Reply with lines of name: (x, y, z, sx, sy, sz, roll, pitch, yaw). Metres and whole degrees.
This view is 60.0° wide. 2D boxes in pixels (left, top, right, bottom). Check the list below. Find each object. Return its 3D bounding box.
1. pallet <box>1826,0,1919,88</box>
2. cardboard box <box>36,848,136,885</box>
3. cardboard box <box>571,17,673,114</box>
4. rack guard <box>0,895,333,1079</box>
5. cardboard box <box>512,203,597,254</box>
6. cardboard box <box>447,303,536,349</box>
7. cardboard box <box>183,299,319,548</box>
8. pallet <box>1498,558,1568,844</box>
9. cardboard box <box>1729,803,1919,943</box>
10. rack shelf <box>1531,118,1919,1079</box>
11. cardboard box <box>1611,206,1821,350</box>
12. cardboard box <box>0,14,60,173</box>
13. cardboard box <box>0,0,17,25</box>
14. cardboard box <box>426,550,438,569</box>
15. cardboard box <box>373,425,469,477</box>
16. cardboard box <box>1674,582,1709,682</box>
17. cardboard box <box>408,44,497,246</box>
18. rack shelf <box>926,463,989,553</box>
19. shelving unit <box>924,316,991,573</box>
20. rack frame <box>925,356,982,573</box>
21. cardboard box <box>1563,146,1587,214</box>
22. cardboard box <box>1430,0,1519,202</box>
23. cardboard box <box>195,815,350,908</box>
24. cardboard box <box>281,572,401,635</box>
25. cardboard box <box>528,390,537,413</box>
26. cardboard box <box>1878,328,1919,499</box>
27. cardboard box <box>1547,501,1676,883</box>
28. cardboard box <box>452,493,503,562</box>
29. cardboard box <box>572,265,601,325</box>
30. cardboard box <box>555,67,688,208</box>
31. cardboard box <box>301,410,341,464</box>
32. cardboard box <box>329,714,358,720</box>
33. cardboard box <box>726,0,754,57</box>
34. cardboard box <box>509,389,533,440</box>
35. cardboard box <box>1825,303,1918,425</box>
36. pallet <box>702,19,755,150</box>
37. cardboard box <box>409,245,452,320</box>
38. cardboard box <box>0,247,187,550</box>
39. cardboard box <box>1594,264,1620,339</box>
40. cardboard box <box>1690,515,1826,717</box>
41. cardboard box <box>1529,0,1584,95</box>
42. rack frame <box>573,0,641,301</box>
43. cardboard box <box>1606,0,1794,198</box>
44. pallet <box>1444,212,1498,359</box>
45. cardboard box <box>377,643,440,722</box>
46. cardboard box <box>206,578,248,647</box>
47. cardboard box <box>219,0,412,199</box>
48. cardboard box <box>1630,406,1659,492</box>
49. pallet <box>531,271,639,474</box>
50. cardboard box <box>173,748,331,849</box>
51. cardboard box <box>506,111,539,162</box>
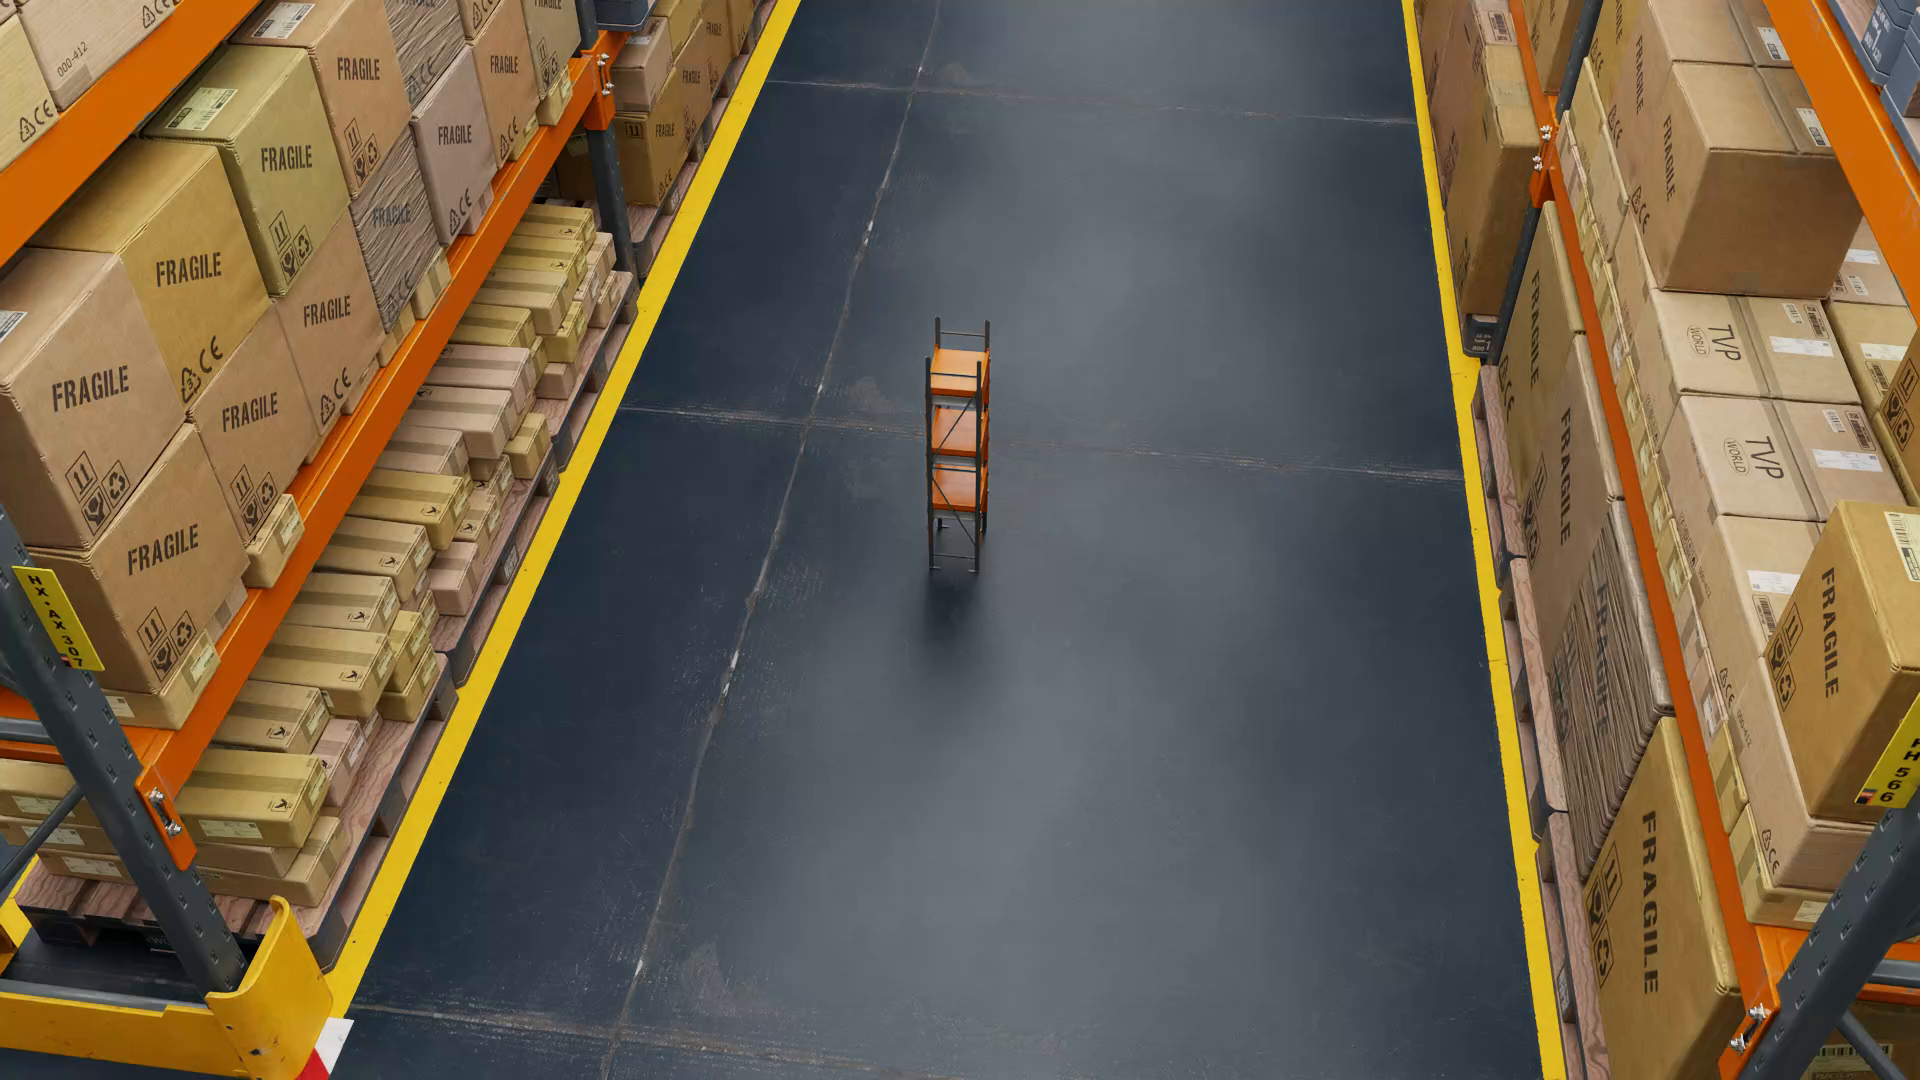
pallet: (2.579, -1.432, 3.964, 1.003, 0.211, 1.213, 5, 44, 6)
cardboard box: (-2.708, 0.950, 5.333, 0.380, 0.149, 0.250, 6, 44, 6)
cardboard box: (-1.682, -2.277, 7.941, 0.500, 0.250, 0.500, 3, 44, 4)
rack guard: (-2.560, 1.301, 5.012, 1.175, 0.500, 0.348, 5, 44, 6)
cardboard box: (-1.831, -1.348, 7.327, 0.380, 0.149, 0.250, 6, 44, 7)
cardboard box: (-1.963, -0.830, 6.780, 0.380, 0.149, 0.250, 7, 44, 7)
cardboard box: (-2.192, -0.347, 4.646, 0.500, 0.500, 0.500, 5, 44, 6)
pallet: (2.525, 0.597, 5.966, 1.003, 0.211, 1.213, 5, 44, 6)
cardboard box: (2.053, 0.784, 3.923, 0.380, 0.149, 0.250, 6, 44, 6)
rack shelf: (2.597, -0.137, 5.236, 1.077, 0.370, 4.000, 5, 44, 6)
cardboard box: (2.406, -0.826, 5.333, 0.500, 0.250, 0.500, 6, 44, 7)
cardboard box: (-2.258, -0.872, 3.417, 0.500, 0.250, 0.500, 7, 44, 7)
cardboard box: (-2.253, -1.053, 3.244, 0.500, 0.250, 0.500, 6, 44, 6)
cardboard box: (-2.133, -0.013, 6.134, 0.380, 0.149, 0.250, 7, 44, 8)
cardboard box: (-2.072, -0.293, 6.213, 0.380, 0.149, 0.250, 5, 44, 6)
cardboard box: (2.154, 0.265, 4.472, 0.380, 0.149, 0.250, 6, 44, 6)
cardboard box: (-1.962, -1.377, 5.734, 0.500, 0.500, 0.500, 5, 44, 5)
rack shelf: (-0.007, -0.135, 6.549, 0.215, 0.259, 0.240, 5, 44, 6)
shelving unit: (-0.007, -0.345, 6.351, 0.215, 1.050, 0.252, 5, 44, 6)
rack frame: (-0.023, -0.262, 6.263, 0.200, 1.050, 0.008, 5, 44, 6)
cardboard box: (2.458, -1.319, 6.144, 0.380, 0.149, 0.250, 4, 44, 4)
cardboard box: (3.044, -2.189, 8.120, 1.225, 0.875, 0.875, 4, 44, 4)
cardboard box: (-2.184, 1.000, 5.280, 0.380, 0.149, 0.250, 6, 44, 6)
cardboard box: (-2.136, 0.251, 5.639, 0.380, 0.149, 0.250, 3, 44, 3)
cardboard box: (-1.999, -0.576, 6.944, 0.380, 0.149, 0.250, 4, 44, 4)
cardboard box: (2.792, -0.358, 4.293, 0.500, 0.500, 0.500, 4, 44, 4)
cardboard box: (2.458, 0.521, 5.258, 0.875, 0.875, 0.875, 5, 44, 6)
cardboard box: (-1.993, -0.055, 6.395, 0.380, 0.149, 0.250, 5, 44, 6)
cardboard box: (-1.792, -1.077, 7.257, 0.380, 0.149, 0.250, 3, 44, 4)
cardboard box: (-1.681, -2.005, 8.198, 0.500, 0.500, 0.500, 7, 44, 7)
cardboard box: (-2.163, -0.382, 5.154, 0.380, 0.149, 0.250, 5, 44, 5)
cardboard box: (-2.210, 0.530, 5.560, 0.380, 0.149, 0.250, 6, 44, 6)
cardboard box: (-1.467, -3.064, 9.317, 0.500, 0.500, 0.500, 3, 44, 4)
cardboard box: (-1.954, -0.555, 6.706, 0.380, 0.149, 0.250, 6, 44, 7)
cardboard box: (2.860, -0.444, 4.930, 0.500, 0.250, 0.500, 4, 44, 5)
pallet: (-1.781, -2.633, 9.377, 1.003, 0.211, 1.213, 5, 44, 6)
cardboard box: (-1.983, -0.901, 5.703, 0.380, 0.149, 0.250, 6, 44, 6)
cardboard box: (-2.248, -0.344, 3.915, 0.500, 0.500, 0.500, 5, 44, 5)
cardboard box: (2.357, -0.786, 5.581, 0.380, 0.149, 0.250, 5, 44, 5)
cardboard box: (2.201, 0.212, 4.238, 0.500, 0.250, 0.500, 5, 44, 5)
cardboard box: (2.653, -2.141, 6.756, 0.500, 0.500, 0.500, 5, 44, 6)
rack frame: (-2.042, -2.281, 6.977, 1.000, 3.000, 0.127, 5, 44, 6)
cardboard box: (2.472, -1.449, 5.446, 0.500, 0.500, 0.500, 5, 44, 6)
pallet: (2.889, -1.281, 7.949, 1.003, 0.211, 1.213, 5, 44, 6)
cardboard box: (-2.062, 0.480, 5.829, 0.380, 0.149, 0.250, 6, 44, 6)
cardboard box: (-2.210, 0.168, 4.573, 0.380, 0.149, 0.250, 7, 44, 7)
cardboard box: (-2.033, -1.388, 5.018, 0.500, 0.500, 0.500, 4, 44, 4)
cardboard box: (2.256, -0.258, 5.024, 0.380, 0.149, 0.250, 6, 44, 6)
pallet: (-2.095, -0.807, 7.449, 1.003, 0.211, 1.213, 5, 44, 6)
cardboard box: (-2.164, 0.786, 5.074, 0.380, 0.149, 0.250, 3, 44, 4)
cardboard box: (-1.868, -1.611, 6.453, 0.380, 0.149, 0.250, 7, 44, 7)
